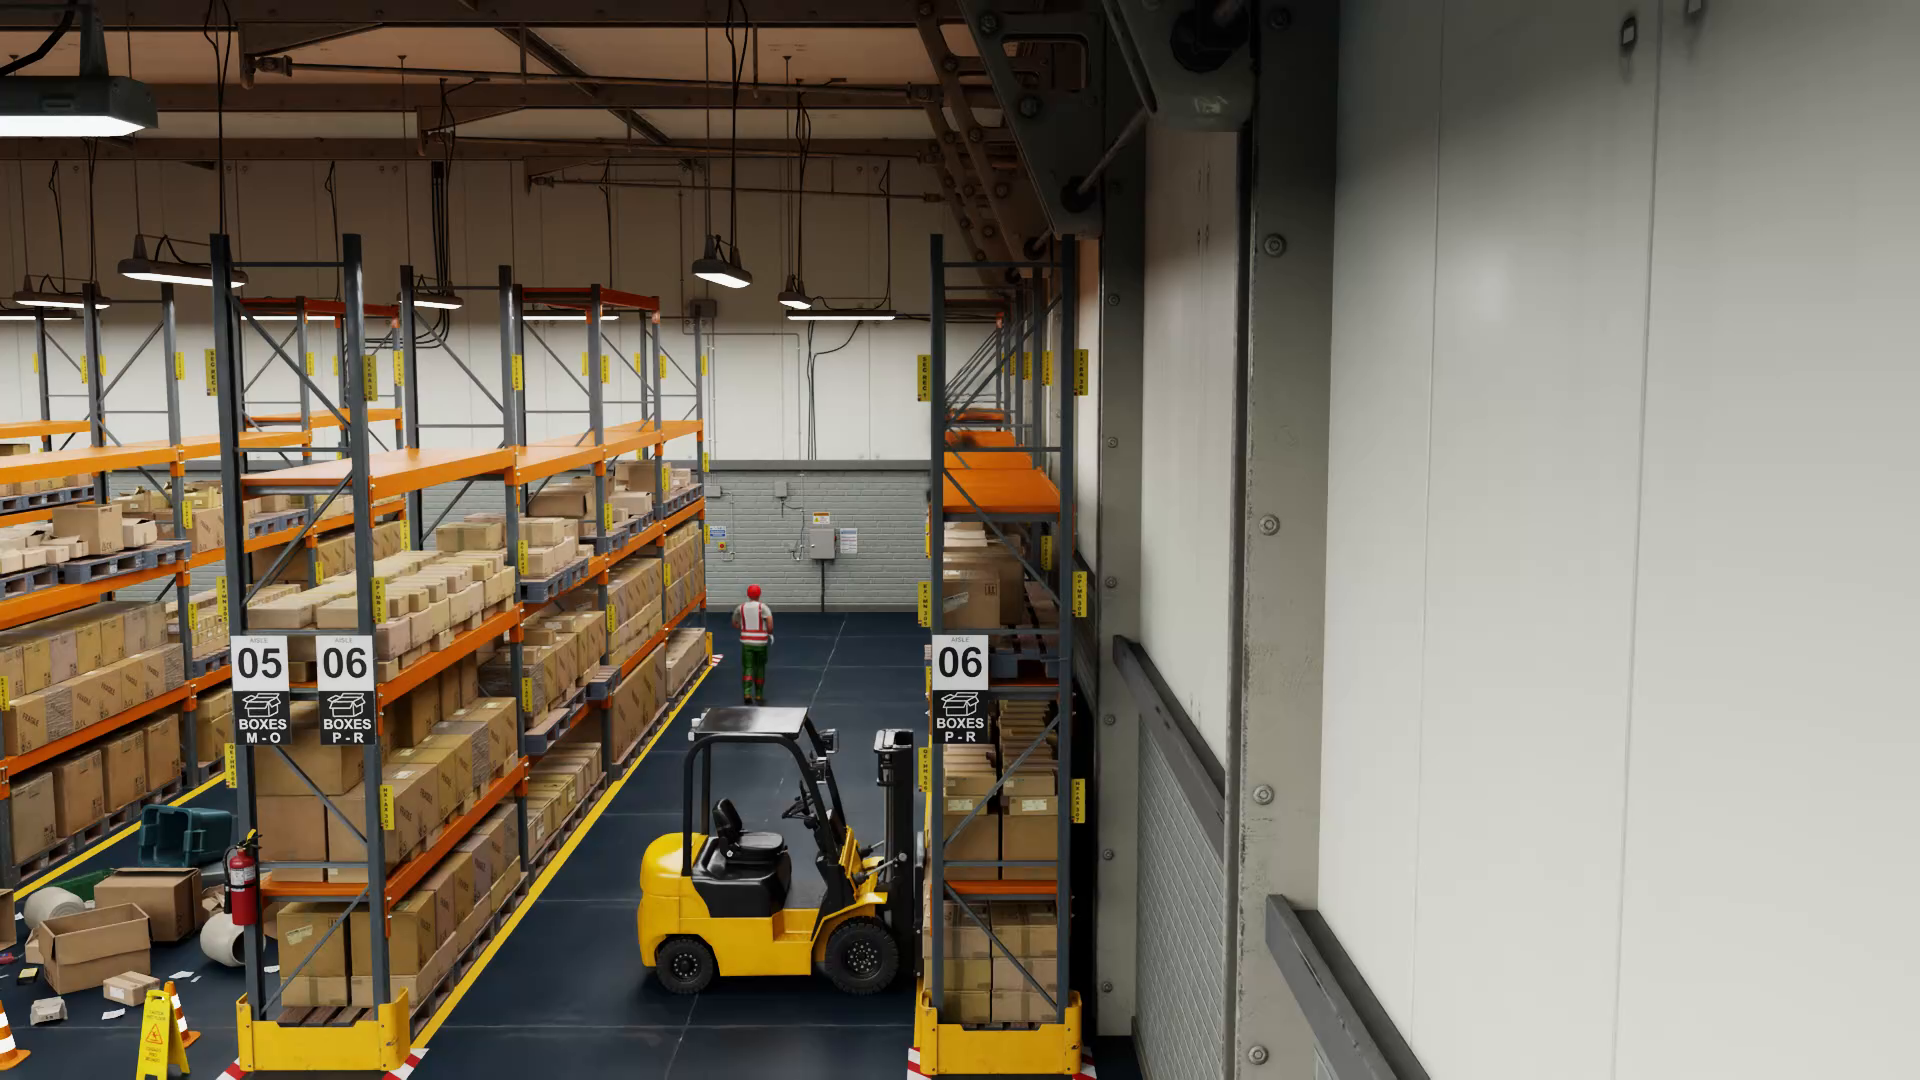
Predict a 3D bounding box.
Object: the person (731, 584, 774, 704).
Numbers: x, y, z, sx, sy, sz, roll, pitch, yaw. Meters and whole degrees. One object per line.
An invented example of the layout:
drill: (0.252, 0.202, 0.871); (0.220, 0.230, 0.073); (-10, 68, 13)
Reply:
person: (-3.061, 1.557, 24.600); (0.651, 1.808, 0.878); (0, 6, 0)
